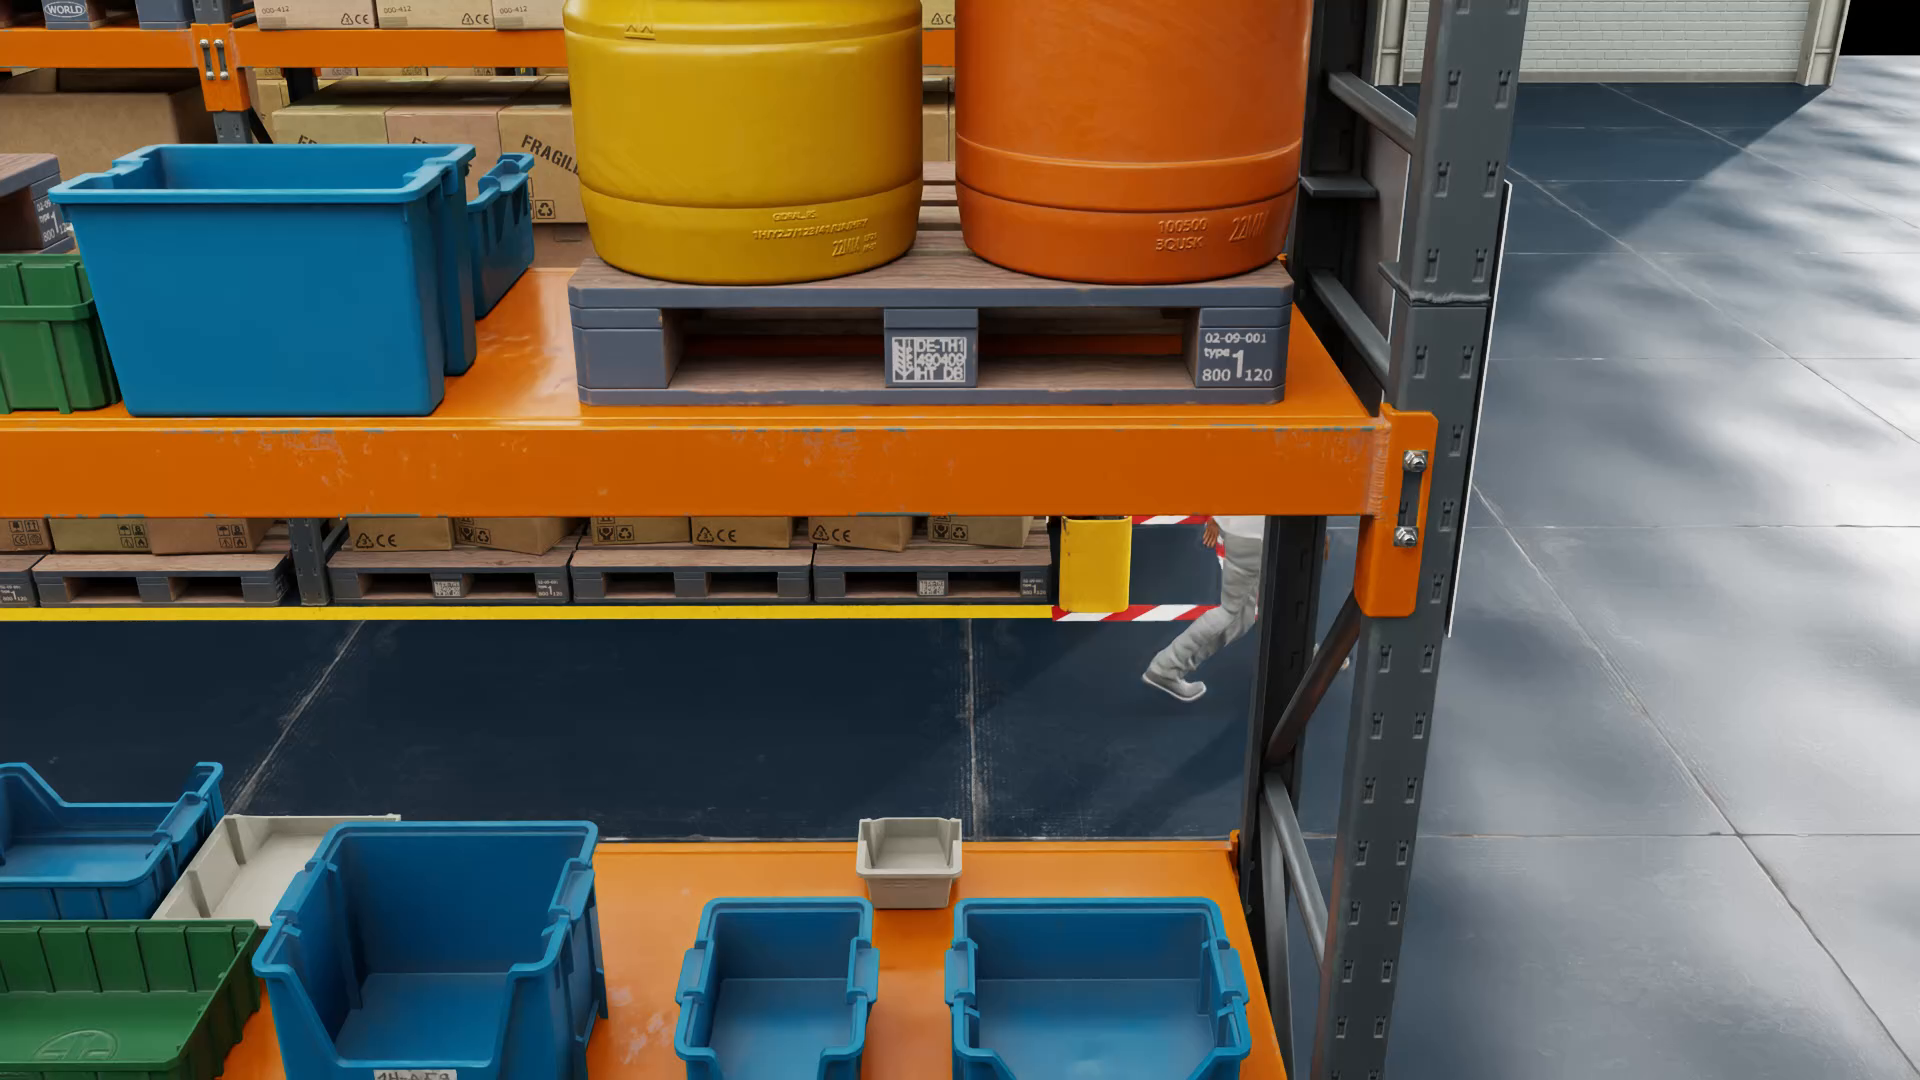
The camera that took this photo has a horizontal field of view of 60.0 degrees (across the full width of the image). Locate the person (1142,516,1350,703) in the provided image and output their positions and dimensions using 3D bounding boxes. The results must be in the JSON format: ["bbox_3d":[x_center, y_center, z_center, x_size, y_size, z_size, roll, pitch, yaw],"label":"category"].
[{"bbox_3d":[1.303,-0.068,7.257,1.031,1.606,0.487,-3,24,-6],"label":"person"}]
